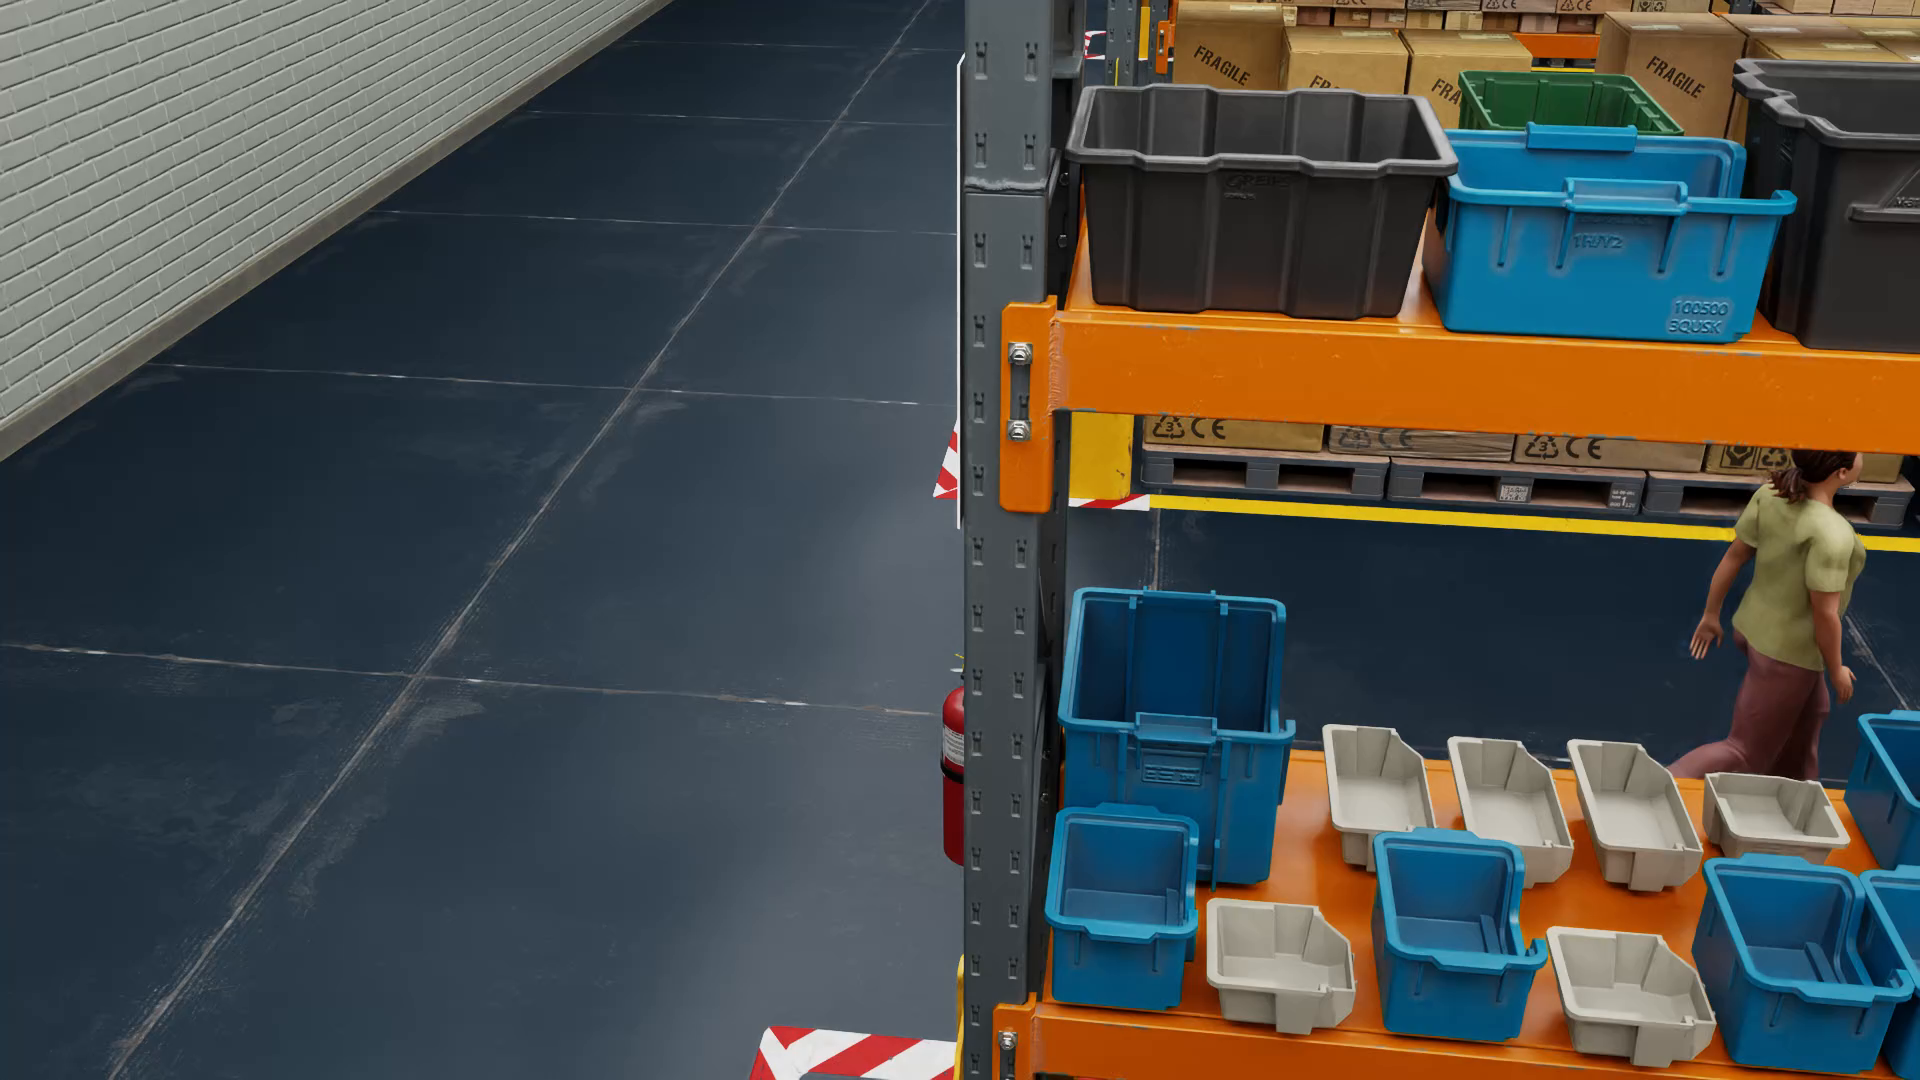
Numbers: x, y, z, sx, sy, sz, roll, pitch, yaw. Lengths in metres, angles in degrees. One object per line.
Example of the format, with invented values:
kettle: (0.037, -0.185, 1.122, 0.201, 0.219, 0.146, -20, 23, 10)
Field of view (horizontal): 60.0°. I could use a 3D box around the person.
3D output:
person: (2.681, 0.345, 5.486, 0.979, 1.623, 0.456, -2, 29, -4)
